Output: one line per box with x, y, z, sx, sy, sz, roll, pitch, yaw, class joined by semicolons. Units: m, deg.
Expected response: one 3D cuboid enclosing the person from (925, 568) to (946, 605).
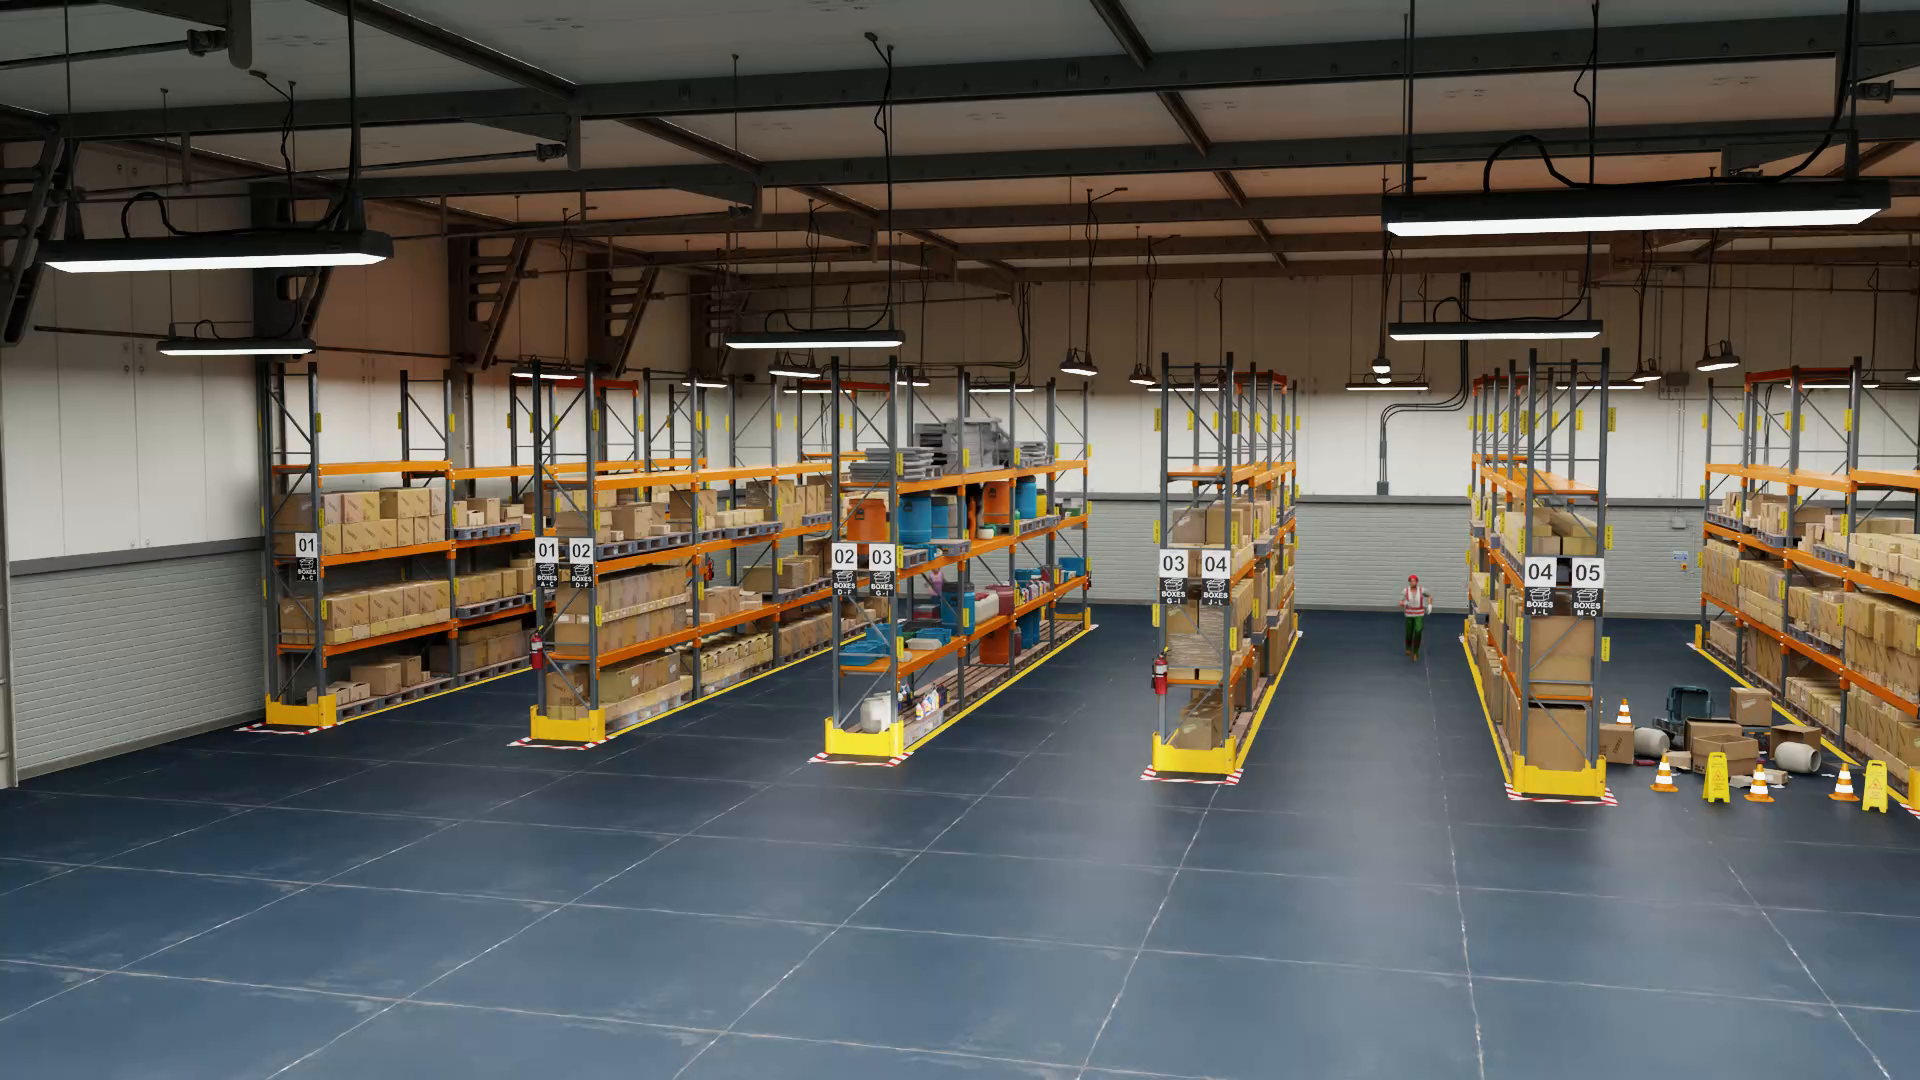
-0.570;1.355;40.865;0.550;1.542;0.556;-1;4;-12;person

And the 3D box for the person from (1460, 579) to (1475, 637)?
12.207;1.371;39.200;0.943;1.797;0.694;-1;4;-9;person

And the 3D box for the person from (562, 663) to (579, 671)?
-7.079;1.991;30.460;0.715;1.735;0.826;0;4;5;person

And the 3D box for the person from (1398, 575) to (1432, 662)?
9.612;1.637;35.161;0.674;1.830;0.921;1;4;19;person
